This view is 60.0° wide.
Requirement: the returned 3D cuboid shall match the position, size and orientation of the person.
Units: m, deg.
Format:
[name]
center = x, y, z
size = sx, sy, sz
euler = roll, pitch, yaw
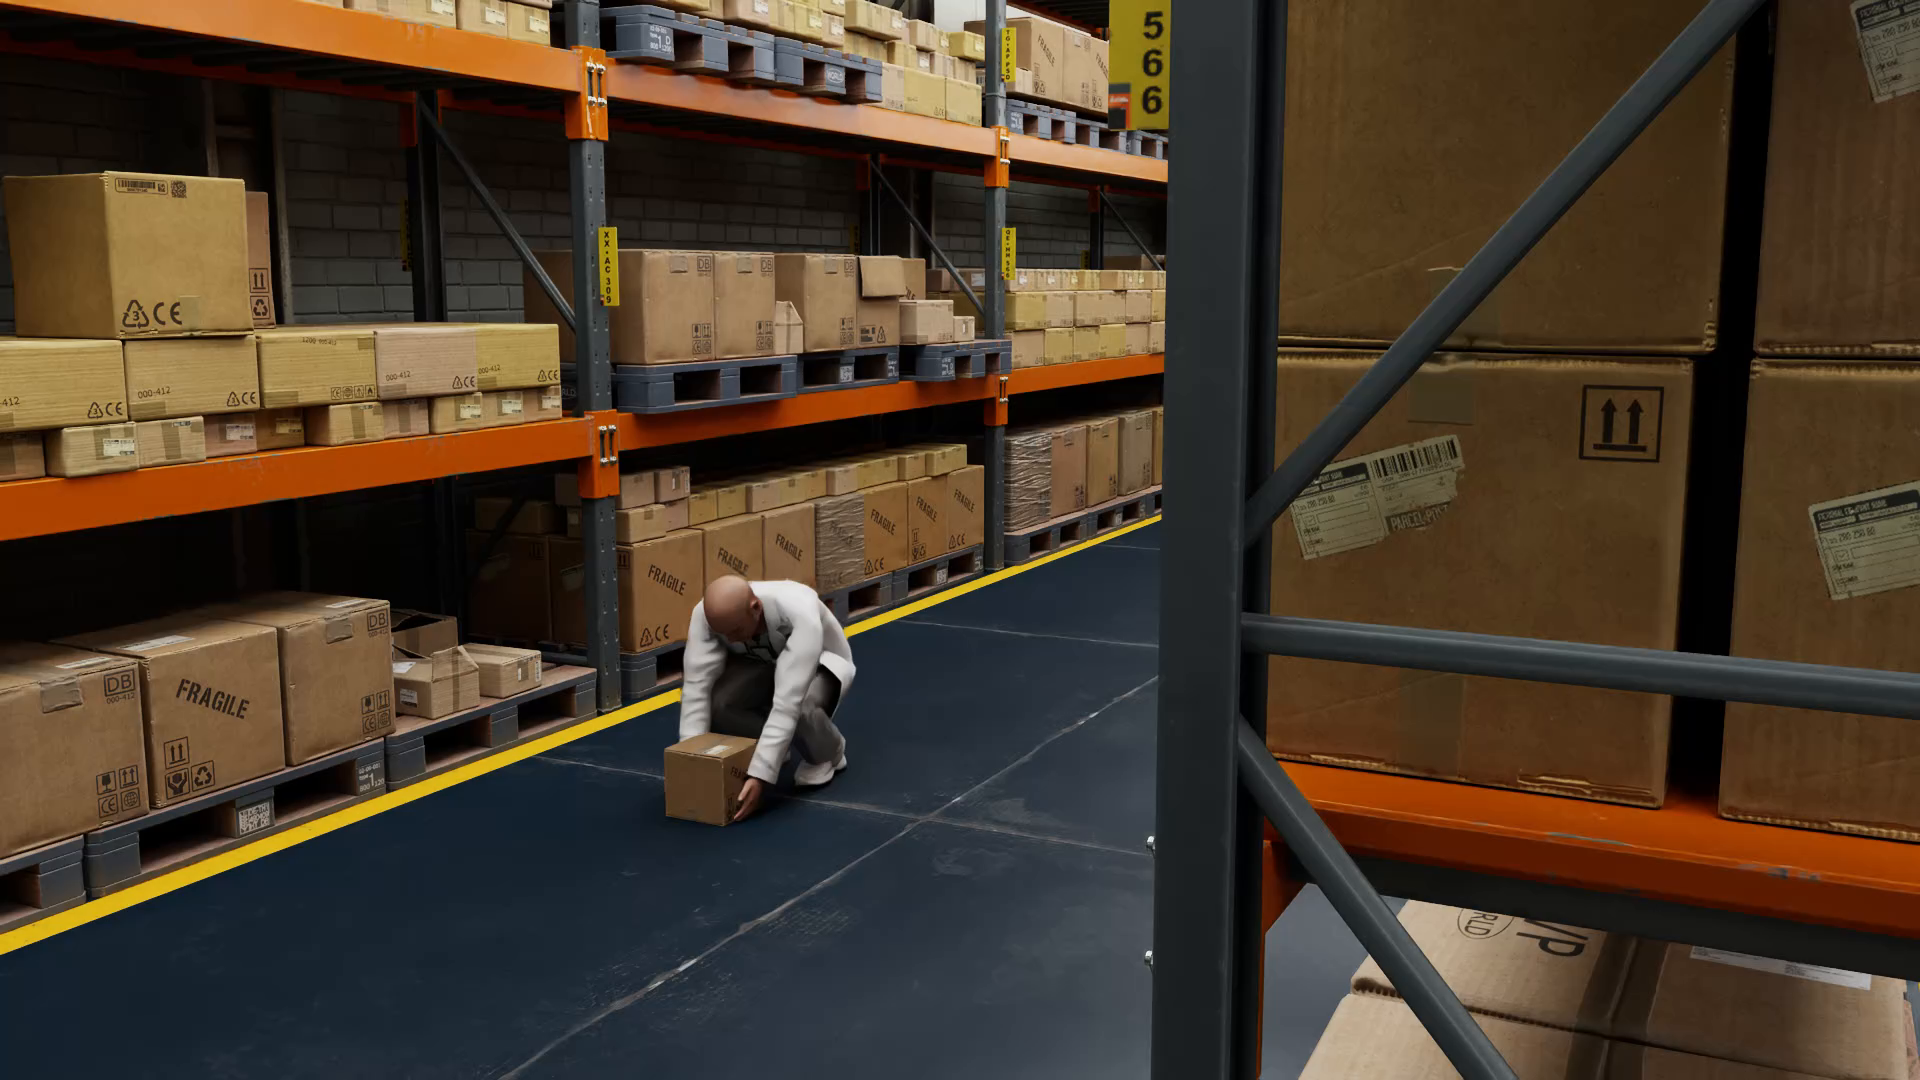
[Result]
[person]
center = -0.723, 0.514, 6.200
size = 0.597, 0.889, 0.906
euler = 4, 10, 26
